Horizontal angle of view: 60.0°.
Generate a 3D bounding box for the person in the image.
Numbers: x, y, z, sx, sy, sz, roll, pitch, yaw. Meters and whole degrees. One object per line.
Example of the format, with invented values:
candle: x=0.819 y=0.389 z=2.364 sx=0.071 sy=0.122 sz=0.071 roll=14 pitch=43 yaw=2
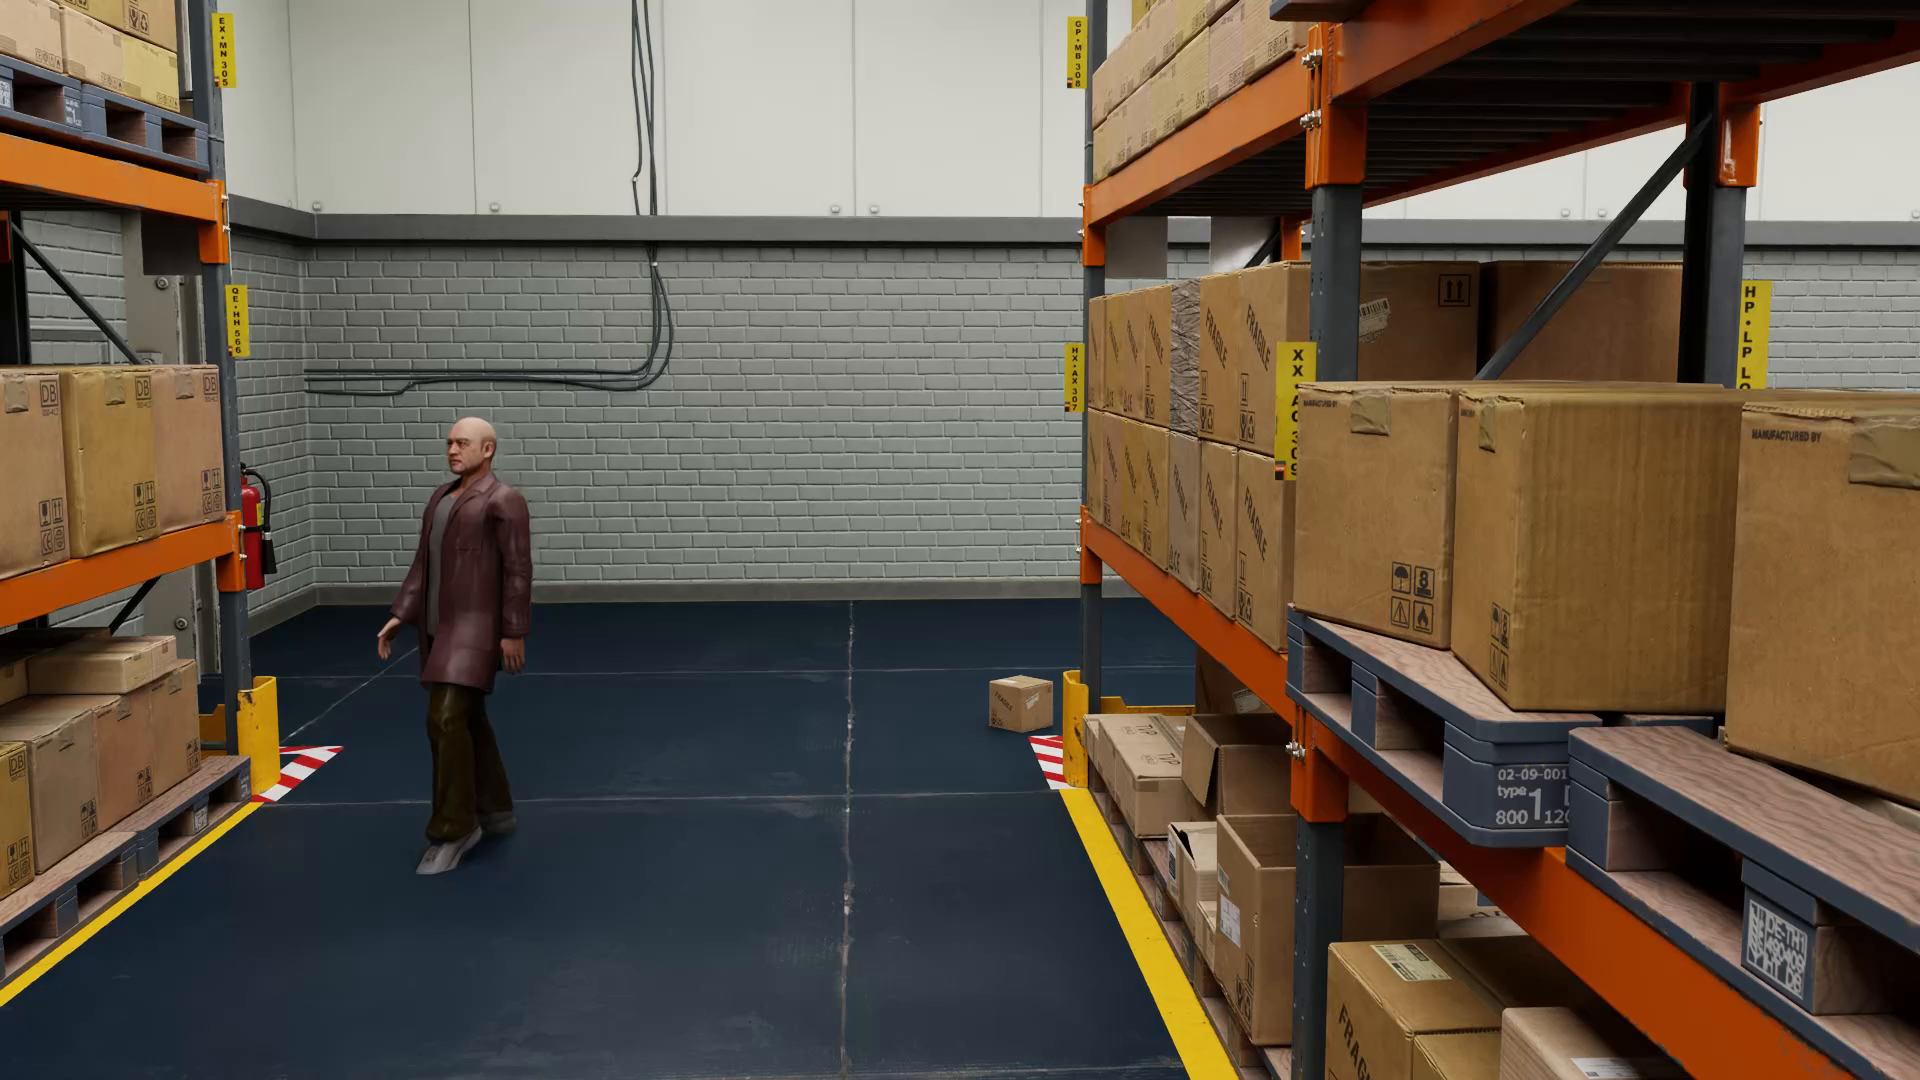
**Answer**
person: x=-2.094 y=0.428 z=6.822 sx=0.576 sy=1.853 sz=0.601 roll=6 pitch=9 yaw=42
